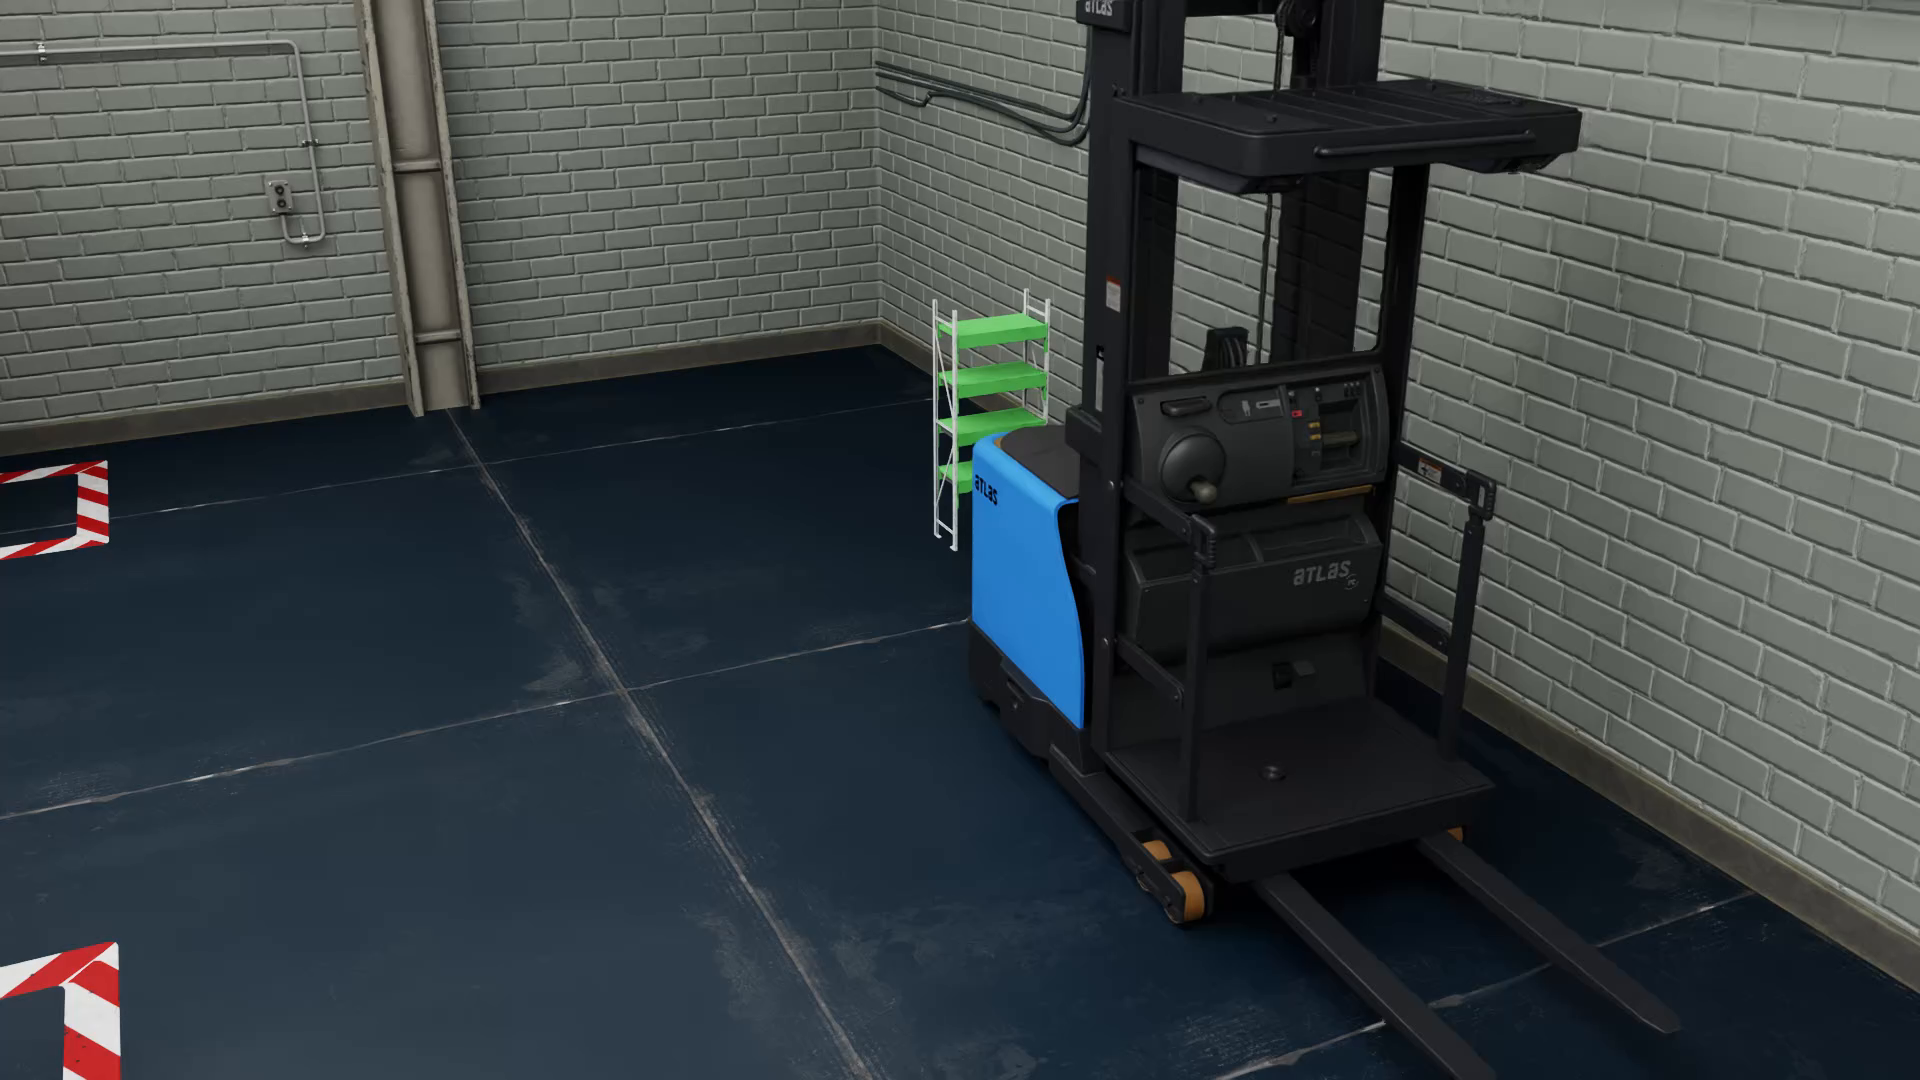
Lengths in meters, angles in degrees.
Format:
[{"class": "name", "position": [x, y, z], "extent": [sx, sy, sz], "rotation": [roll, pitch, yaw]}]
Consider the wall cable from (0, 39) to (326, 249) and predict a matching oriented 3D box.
[{"class": "wall cable", "position": [-4.496, -2.477, 8.984], "extent": [1.851, 1.984, 0.084], "rotation": [-10, 25, -24]}]

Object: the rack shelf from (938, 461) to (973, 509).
[{"class": "rack shelf", "position": [0.149, -0.301, 8.203], "extent": [0.480, 0.148, 0.258], "rotation": [-10, 25, -24]}]

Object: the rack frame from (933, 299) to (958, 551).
[{"class": "rack frame", "position": [-0.071, -0.541, 7.989], "extent": [0.015, 1.200, 0.240], "rotation": [-10, 25, -24]}]

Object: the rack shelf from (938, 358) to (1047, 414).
[{"class": "rack shelf", "position": [0.149, -0.745, 8.019], "extent": [0.480, 0.148, 0.258], "rotation": [-10, 25, -24]}]

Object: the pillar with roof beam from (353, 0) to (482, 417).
[{"class": "pillar with roof beam", "position": [-1.315, -3.504, 4.948], "extent": [0.400, 9.000, 9.100], "rotation": [-10, 25, -24]}]

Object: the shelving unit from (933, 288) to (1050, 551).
[{"class": "shelving unit", "position": [0.149, -0.582, 8.087], "extent": [0.503, 1.200, 0.258], "rotation": [-10, 25, -24]}]

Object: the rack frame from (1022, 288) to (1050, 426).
[{"class": "rack frame", "position": [0.369, -0.622, 8.185], "extent": [0.015, 1.200, 0.240], "rotation": [-10, 25, -24]}]

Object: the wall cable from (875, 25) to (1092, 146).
[{"class": "wall cable", "position": [0.012, -3.622, 9.293], "extent": [0.112, 2.526, 3.097], "rotation": [-10, 25, -24]}]

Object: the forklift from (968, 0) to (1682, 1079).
[{"class": "forklift", "position": [1.064, -0.317, 5.183], "extent": [1.130, 2.935, 3.031], "rotation": [-9, 24, -21]}]

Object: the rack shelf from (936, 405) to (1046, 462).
[{"class": "rack shelf", "position": [0.149, -0.523, 8.111], "extent": [0.480, 0.148, 0.258], "rotation": [-10, 25, -24]}]

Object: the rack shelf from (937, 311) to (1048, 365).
[{"class": "rack shelf", "position": [0.149, -0.966, 7.928], "extent": [0.480, 0.148, 0.258], "rotation": [-10, 25, -24]}]
